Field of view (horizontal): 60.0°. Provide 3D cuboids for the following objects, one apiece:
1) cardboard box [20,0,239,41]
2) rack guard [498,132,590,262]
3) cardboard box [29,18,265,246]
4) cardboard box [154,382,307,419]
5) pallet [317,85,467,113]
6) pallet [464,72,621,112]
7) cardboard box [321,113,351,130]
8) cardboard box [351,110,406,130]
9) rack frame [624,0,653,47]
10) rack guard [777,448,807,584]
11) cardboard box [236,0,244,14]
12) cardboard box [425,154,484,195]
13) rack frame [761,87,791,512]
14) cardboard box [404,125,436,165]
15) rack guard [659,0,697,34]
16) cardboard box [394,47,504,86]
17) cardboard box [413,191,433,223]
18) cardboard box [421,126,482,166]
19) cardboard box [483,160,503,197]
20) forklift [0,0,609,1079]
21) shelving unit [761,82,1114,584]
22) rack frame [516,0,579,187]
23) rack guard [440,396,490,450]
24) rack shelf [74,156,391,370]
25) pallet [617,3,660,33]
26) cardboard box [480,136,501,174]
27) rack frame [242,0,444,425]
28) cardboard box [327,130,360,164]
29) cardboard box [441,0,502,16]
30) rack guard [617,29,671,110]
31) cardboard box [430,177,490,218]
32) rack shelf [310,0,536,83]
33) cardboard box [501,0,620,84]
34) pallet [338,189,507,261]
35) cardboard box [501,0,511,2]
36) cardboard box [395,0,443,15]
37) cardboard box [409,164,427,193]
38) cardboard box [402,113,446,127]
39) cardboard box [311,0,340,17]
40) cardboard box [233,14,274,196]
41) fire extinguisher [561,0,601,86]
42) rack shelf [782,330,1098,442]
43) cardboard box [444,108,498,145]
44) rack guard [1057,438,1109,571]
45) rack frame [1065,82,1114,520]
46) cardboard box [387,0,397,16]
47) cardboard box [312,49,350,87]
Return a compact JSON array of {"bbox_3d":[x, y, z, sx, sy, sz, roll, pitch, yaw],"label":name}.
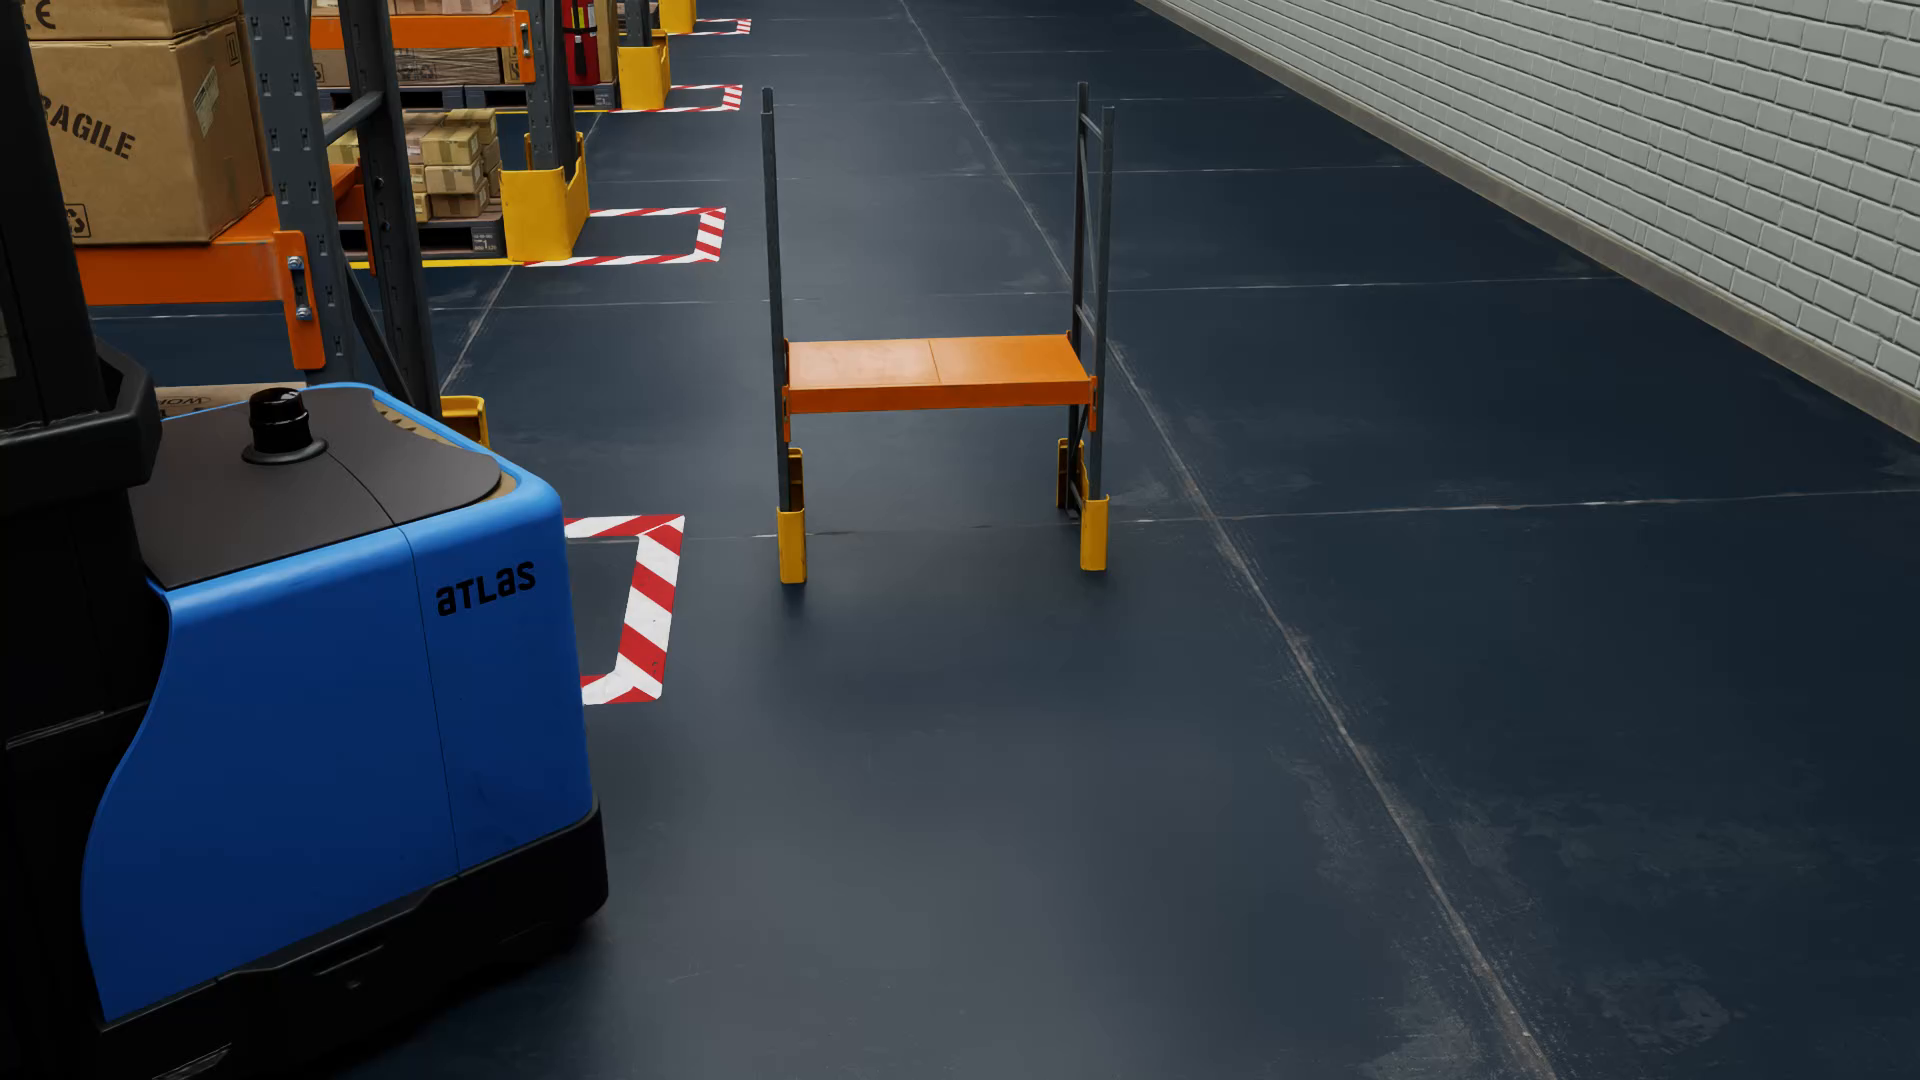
[{"bbox_3d":[-2.193,-1.546,4.182,0.500,0.500,0.500,-2,24,-3],"label":"cardboard box"},{"bbox_3d":[-2.399,-2.011,9.658,0.348,0.500,1.175,-2,24,-5],"label":"rack guard"},{"bbox_3d":[-2.191,-1.079,4.361,0.500,0.500,0.500,-2,24,-5],"label":"cardboard box"},{"bbox_3d":[-2.384,-0.114,4.950,0.875,0.438,0.875,-3,24,-7],"label":"cardboard box"},{"bbox_3d":[-4.710,-3.780,13.994,1.213,0.211,1.003,-2,24,-5],"label":"pallet"},{"bbox_3d":[-3.499,-3.827,14.101,1.213,0.211,1.003,-2,24,-5],"label":"pallet"},{"bbox_3d":[-3.643,-2.372,9.655,0.250,0.149,0.380,-3,24,-8],"label":"cardboard box"},{"bbox_3d":[-3.404,-2.416,9.752,0.250,0.149,0.380,-2,24,-5],"label":"cardboard box"},{"bbox_3d":[-2.711,-5.165,13.677,0.127,3.000,1.000,-2,24,-5],"label":"rack frame"},{"bbox_3d":[-0.571,-0.091,5.648,0.087,0.250,0.587,-2,24,-5],"label":"rack guard"},{"bbox_3d":[-2.242,-1.758,4.658,0.500,0.500,0.500,-3,24,-6],"label":"cardboard box"},{"bbox_3d":[-2.821,-2.045,9.284,0.250,0.149,0.380,-3,24,-7],"label":"cardboard box"},{"bbox_3d":[-0.591,-0.662,5.392,0.032,1.500,0.500,-2,24,-5],"label":"rack frame"},{"bbox_3d":[-3.081,-2.207,9.282,0.250,0.149,0.380,-2,24,-4],"label":"cardboard box"},{"bbox_3d":[-3.175,-6.031,18.703,0.348,0.500,1.175,-2,24,-5],"label":"rack guard"},{"bbox_3d":[-4.245,-4.292,13.811,0.875,0.875,0.875,-2,24,-5],"label":"cardboard box"},{"bbox_3d":[-3.073,-1.889,9.299,0.250,0.149,0.380,-2,24,-4],"label":"cardboard box"},{"bbox_3d":[-2.826,-2.194,9.252,0.250,0.149,0.380,-2,24,-5],"label":"cardboard box"},{"bbox_3d":[-2.877,-2.154,9.895,0.250,0.149,0.380,-2,24,-4],"label":"cardboard box"},{"bbox_3d":[-2.226,-0.209,2.612,3.031,2.935,1.130,-20,31,-38],"label":"forklift"},{"bbox_3d":[-0.076,-0.682,5.439,1.083,1.500,0.587,-2,24,-5],"label":"shelving unit"},{"bbox_3d":[-2.324,-3.156,9.158,0.127,3.000,1.000,-2,24,-5],"label":"rack frame"},{"bbox_3d":[-1.713,-0.018,5.175,0.348,0.500,1.175,-2,24,-5],"label":"rack guard"},{"bbox_3d":[-3.727,-0.751,4.632,4.000,0.370,1.077,-2,24,-5],"label":"rack shelf"},{"bbox_3d":[-4.022,-5.875,18.709,1.213,0.211,1.003,-2,24,-5],"label":"pallet"},{"bbox_3d":[-2.870,-2.264,9.777,0.250,0.149,0.380,-1,24,-3],"label":"cardboard box"},{"bbox_3d":[-1.737,-1.159,4.665,0.127,3.000,1.000,-2,24,-5],"label":"rack frame"},{"bbox_3d":[-3.327,-2.145,9.143,0.250,0.149,0.380,-3,24,-6],"label":"cardboard box"},{"bbox_3d":[-2.621,-2.914,8.922,0.250,0.149,0.380,-2,24,-5],"label":"cardboard box"},{"bbox_3d":[-2.687,-4.024,14.187,0.348,0.500,1.175,-2,24,-5],"label":"rack guard"},{"bbox_3d":[-2.827,-1.940,9.414,0.250,0.149,0.380,-2,24,-4],"label":"cardboard box"},{"bbox_3d":[-4.314,-2.748,9.124,4.000,0.370,1.077,-2,24,-5],"label":"rack shelf"},{"bbox_3d":[-3.340,-4.328,13.893,0.875,0.875,0.875,-2,24,-5],"label":"cardboard box"},{"bbox_3d":[-3.211,-1.861,9.676,1.213,0.211,1.003,-2,24,-5],"label":"pallet"},{"bbox_3d":[-2.678,-3.161,9.478,0.250,0.149,0.380,-2,24,-6],"label":"cardboard box"},{"bbox_3d":[-2.872,-2.919,8.934,0.250,0.149,0.380,-2,24,-5],"label":"cardboard box"},{"bbox_3d":[-3.086,-2.056,9.309,0.250,0.149,0.380,-3,24,-6],"label":"cardboard box"},{"bbox_3d":[-3.141,-2.374,9.658,0.250,0.149,0.380,-2,24,-4],"label":"cardboard box"},{"bbox_3d":[-3.371,-2.884,8.854,0.250,0.149,0.380,-2,24,-4],"label":"cardboard box"},{"bbox_3d":[-2.243,-1.302,4.863,0.500,0.500,0.500,-2,24,-6],"label":"cardboard box"},{"bbox_3d":[-2.028,-2.774,8.852,0.183,0.674,0.296,-2,24,-5],"label":"fire extinguisher"},{"bbox_3d":[-0.085,-0.518,5.511,1.000,0.185,0.538,-2,24,-5],"label":"rack shelf"},{"bbox_3d":[-2.879,-2.434,9.792,0.250,0.149,0.380,-3,24,-8],"label":"cardboard box"},{"bbox_3d":[0.420,-0.131,5.737,0.087,0.250,0.587,-2,24,-5],"label":"rack guard"},{"bbox_3d":[0.421,-0.702,5.483,0.032,1.500,0.500,-2,24,-5],"label":"rack frame"},{"bbox_3d":[-3.120,-2.903,8.898,0.250,0.149,0.380,-3,24,-6],"label":"cardboard box"},{"bbox_3d":[-5.131,-4.256,13.731,0.875,0.875,0.875,-2,24,-5],"label":"cardboard box"}]
